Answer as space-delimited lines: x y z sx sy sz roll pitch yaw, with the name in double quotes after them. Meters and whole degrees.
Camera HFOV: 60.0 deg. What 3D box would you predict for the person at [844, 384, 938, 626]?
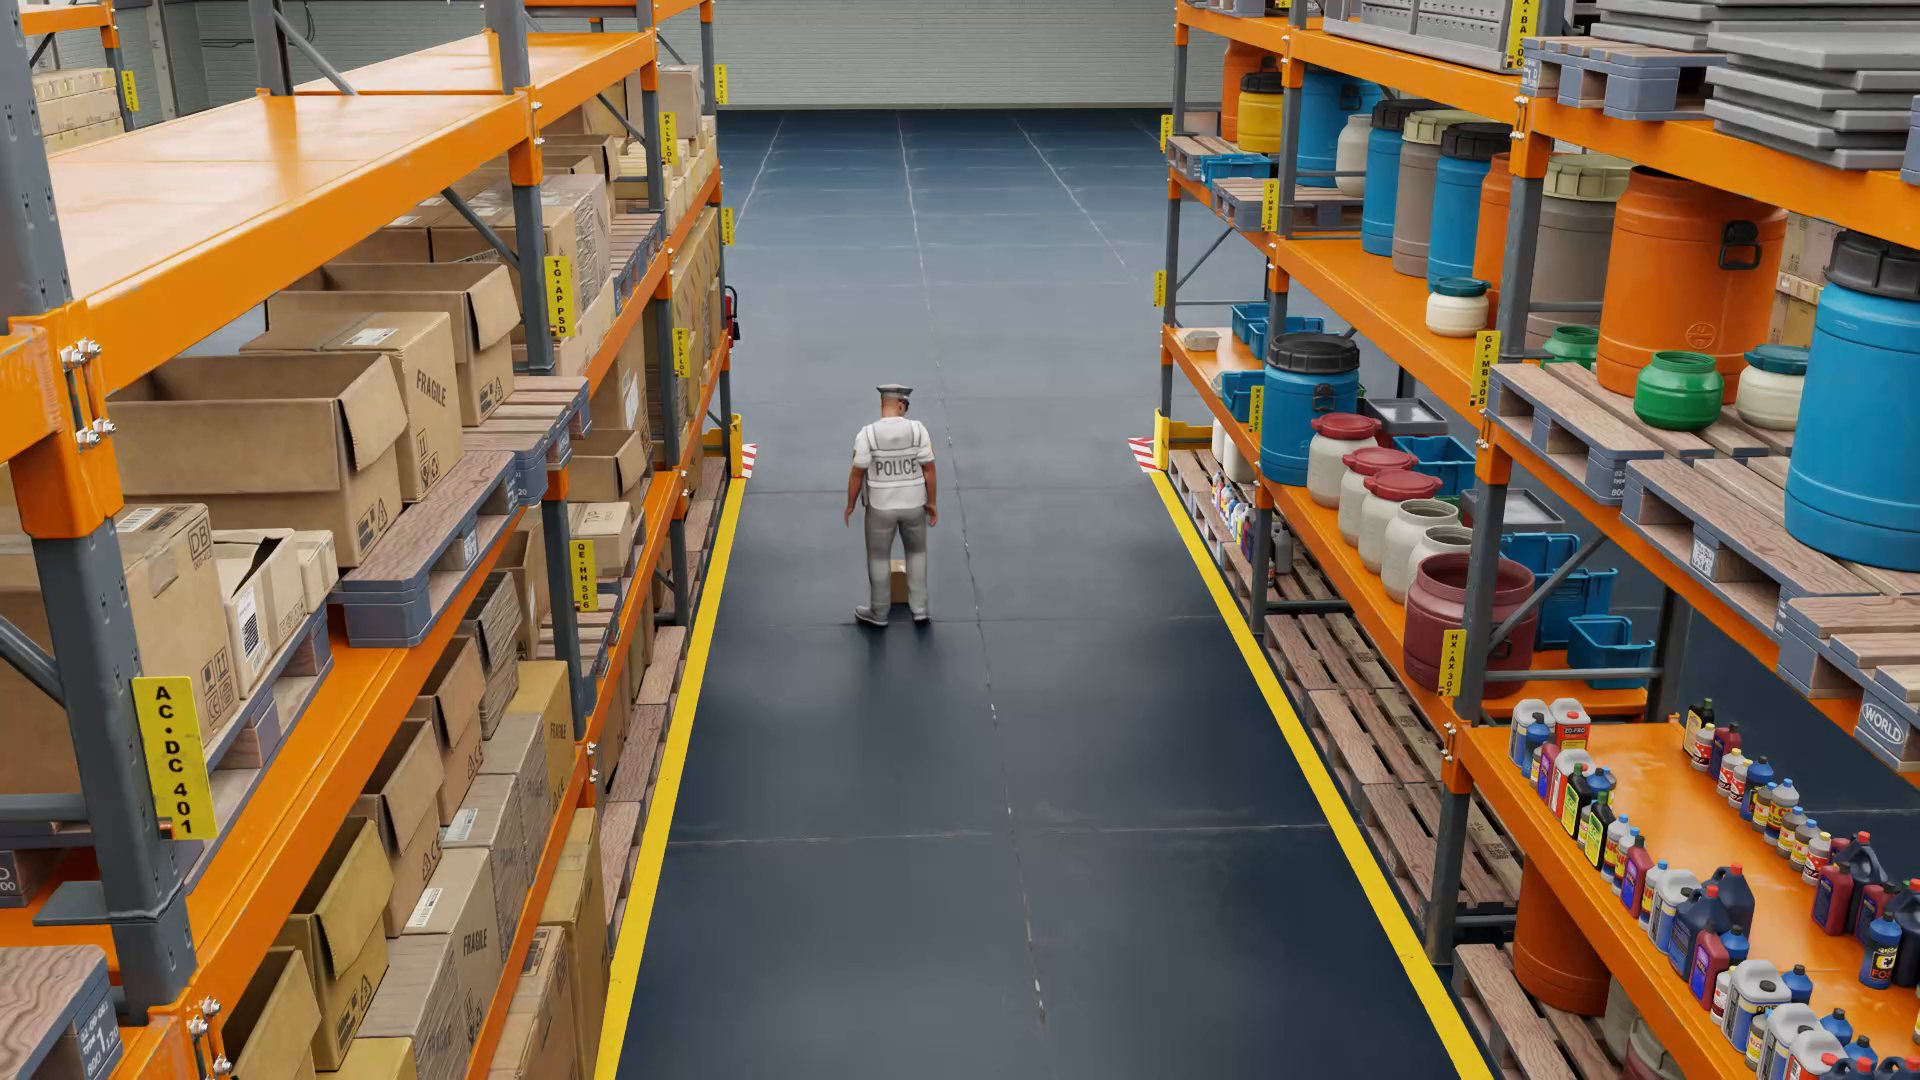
-0.486 -0.215 11.678 0.635 1.787 0.417 -6 21 -15 "person"
